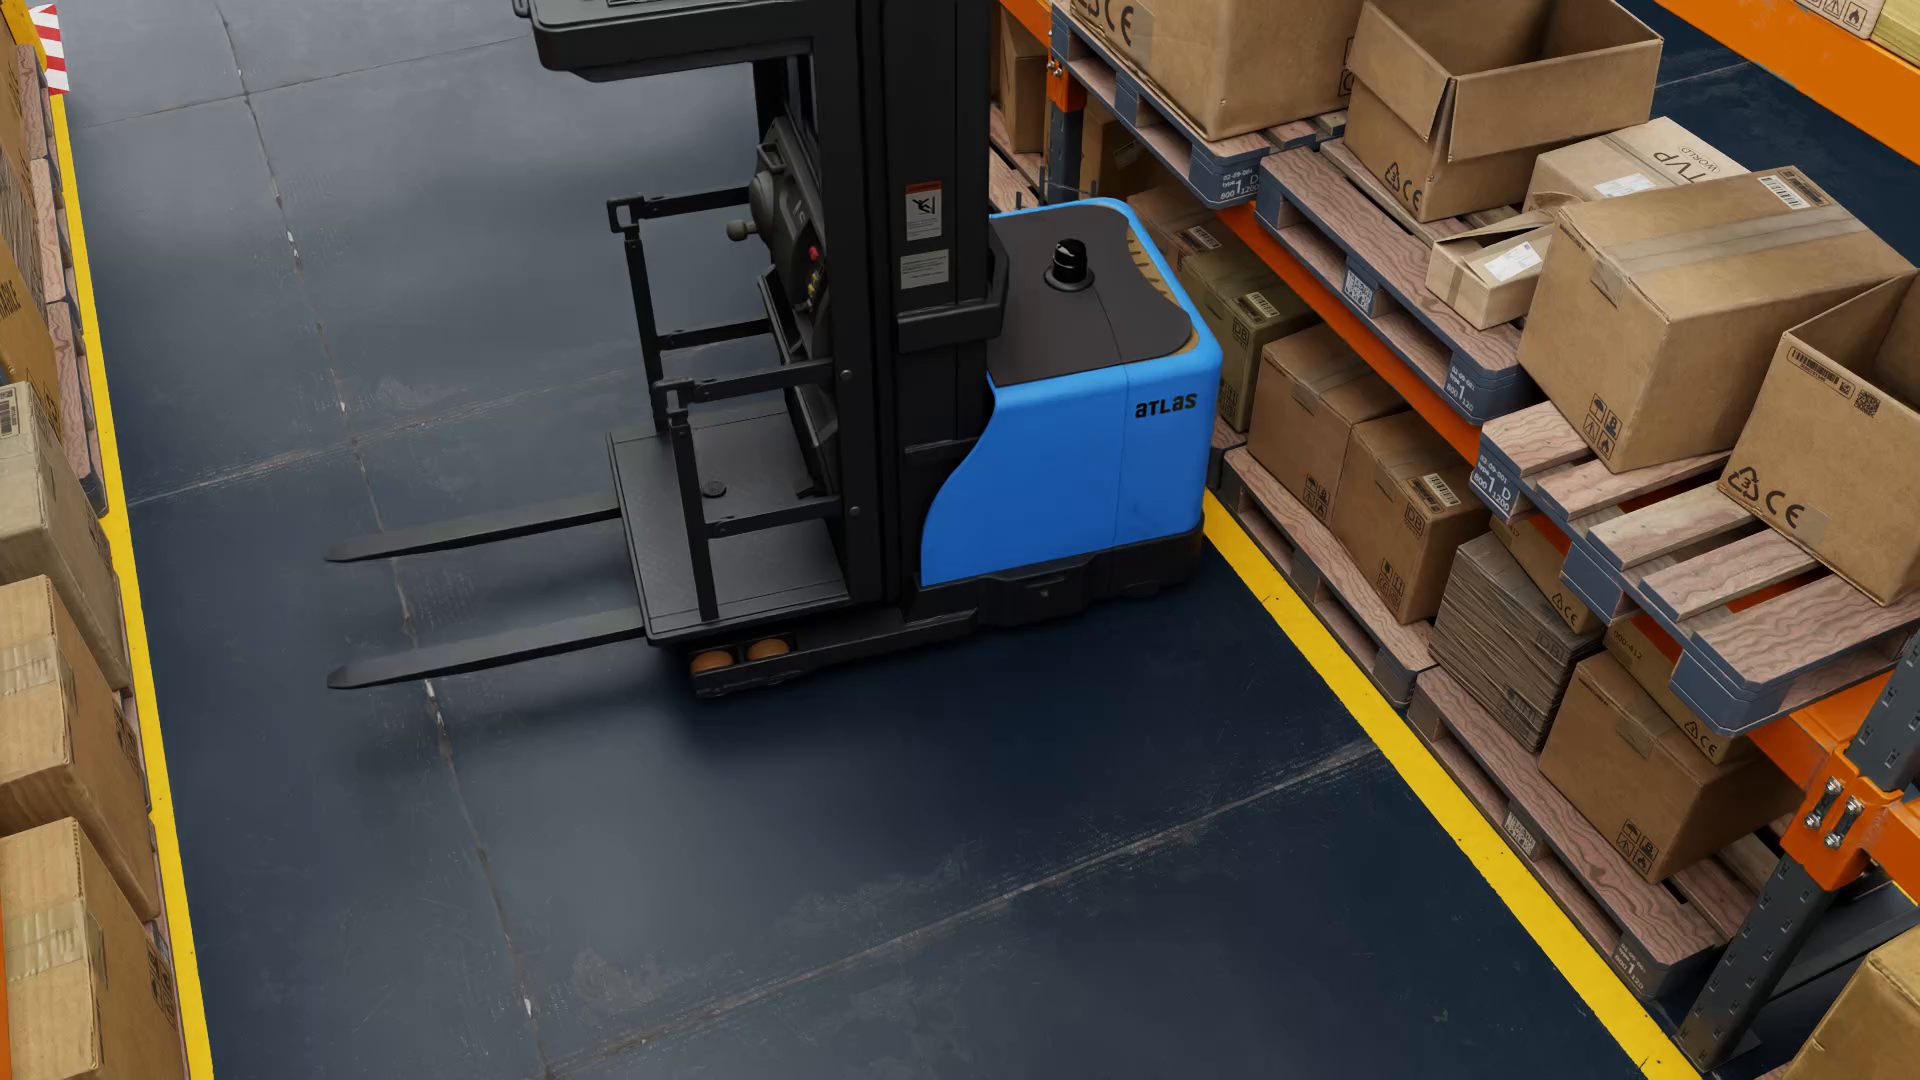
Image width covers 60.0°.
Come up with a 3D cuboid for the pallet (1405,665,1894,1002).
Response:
[{"bbox_3d":[2.201,0.757,5.332,1.003,0.211,1.213,-18,47,-17],"label":"pallet"}]

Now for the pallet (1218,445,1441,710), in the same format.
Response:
[{"bbox_3d":[1.692,-0.019,6.119,1.003,0.211,1.213,-18,47,-17],"label":"pallet"}]

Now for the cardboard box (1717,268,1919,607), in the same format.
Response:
[{"bbox_3d":[2.265,-0.254,4.002,0.500,0.500,0.500,-24,49,-22],"label":"cardboard box"}]

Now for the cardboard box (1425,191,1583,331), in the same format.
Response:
[{"bbox_3d":[1.582,-0.822,4.744,0.396,0.266,0.258,-19,48,-19],"label":"cardboard box"}]

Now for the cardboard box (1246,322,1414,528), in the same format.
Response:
[{"bbox_3d":[1.504,-0.489,6.077,0.700,0.500,0.500,-22,49,-21],"label":"cardboard box"}]

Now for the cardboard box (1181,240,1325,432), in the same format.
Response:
[{"bbox_3d":[1.268,-0.846,6.438,0.700,0.500,0.500,-18,47,-18],"label":"cardboard box"}]

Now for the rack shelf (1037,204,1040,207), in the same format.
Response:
[{"bbox_3d":[0.369,-1.195,6.483,0.258,0.077,0.200,21,48,20],"label":"rack shelf"}]

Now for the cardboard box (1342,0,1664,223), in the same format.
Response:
[{"bbox_3d":[1.659,-1.395,5.155,0.797,0.503,0.637,-14,46,-13],"label":"cardboard box"}]

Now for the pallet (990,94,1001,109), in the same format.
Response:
[{"bbox_3d":[0.015,-2.490,8.623,1.003,0.211,1.213,-18,47,-17],"label":"pallet"}]

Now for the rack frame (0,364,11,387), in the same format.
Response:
[{"bbox_3d":[-3.697,-0.886,5.012,1.000,3.000,0.127,-18,47,-17],"label":"rack frame"}]

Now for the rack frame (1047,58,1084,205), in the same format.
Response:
[{"bbox_3d":[0.846,-2.286,6.431,1.000,3.000,0.127,-18,47,-17],"label":"rack frame"}]

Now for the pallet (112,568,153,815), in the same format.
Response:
[{"bbox_3d":[-3.304,0.576,5.516,1.003,0.211,1.213,-18,47,-17],"label":"pallet"}]

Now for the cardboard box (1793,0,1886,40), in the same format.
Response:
[{"bbox_3d":[1.885,-1.294,3.397,0.500,0.250,0.500,-18,47,-18],"label":"cardboard box"}]

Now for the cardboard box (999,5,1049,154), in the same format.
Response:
[{"bbox_3d":[0.467,-2.175,7.800,0.500,0.500,0.500,-5,45,-5],"label":"cardboard box"}]

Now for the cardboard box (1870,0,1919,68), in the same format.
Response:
[{"bbox_3d":[2.106,-0.982,3.081,0.500,0.250,0.500,-18,47,-17],"label":"cardboard box"}]

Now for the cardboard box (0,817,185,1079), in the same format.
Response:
[{"bbox_3d":[-2.560,1.344,4.055,1.050,0.750,0.750,-17,47,-17],"label":"cardboard box"}]

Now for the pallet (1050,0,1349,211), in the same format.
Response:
[{"bbox_3d":[1.036,-1.688,5.961,1.003,0.211,1.213,-18,47,-17],"label":"pallet"}]

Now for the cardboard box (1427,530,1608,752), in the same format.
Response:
[{"bbox_3d":[1.983,0.225,5.352,0.700,0.500,0.500,-22,49,-21],"label":"cardboard box"}]

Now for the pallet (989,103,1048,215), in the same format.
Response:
[{"bbox_3d":[0.532,-1.711,7.834,1.003,0.211,1.213,-18,47,-17],"label":"pallet"}]

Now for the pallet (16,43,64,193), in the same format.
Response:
[{"bbox_3d":[-4.971,-1.956,8.082,1.003,0.211,1.213,-18,47,-17],"label":"pallet"}]

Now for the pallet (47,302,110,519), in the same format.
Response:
[{"bbox_3d":[-3.945,-0.401,6.506,1.003,0.211,1.213,-18,47,-17],"label":"pallet"}]

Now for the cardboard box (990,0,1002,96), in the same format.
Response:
[{"bbox_3d":[0.134,-2.548,8.177,0.500,0.500,0.500,-22,49,-21],"label":"cardboard box"}]

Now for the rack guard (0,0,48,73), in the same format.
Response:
[{"bbox_3d":[-5.389,-2.560,8.489,1.175,0.500,0.348,-18,47,-17],"label":"rack guard"}]

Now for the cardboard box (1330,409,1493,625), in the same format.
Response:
[{"bbox_3d":[1.739,-0.134,5.716,0.700,0.500,0.500,-14,46,-14],"label":"cardboard box"}]

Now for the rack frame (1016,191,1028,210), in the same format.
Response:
[{"bbox_3d":[0.321,-0.963,6.586,0.240,0.900,0.006,21,48,20],"label":"rack frame"}]

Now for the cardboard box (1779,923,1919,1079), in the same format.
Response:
[{"bbox_3d":[2.799,1.316,3.995,1.225,0.875,0.875,-20,48,-19],"label":"cardboard box"}]

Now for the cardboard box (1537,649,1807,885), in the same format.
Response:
[{"bbox_3d":[2.228,0.575,4.998,0.700,0.500,0.500,-20,48,-19],"label":"cardboard box"}]

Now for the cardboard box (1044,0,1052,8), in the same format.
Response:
[{"bbox_3d":[0.489,-2.247,6.570,0.380,0.149,0.250,-18,47,-17],"label":"cardboard box"}]

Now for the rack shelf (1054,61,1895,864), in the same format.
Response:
[{"bbox_3d":[1.687,-0.755,5.392,1.077,0.370,4.000,-18,47,-17],"label":"rack shelf"}]

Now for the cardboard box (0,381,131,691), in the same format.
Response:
[{"bbox_3d":[-3.354,0.135,5.281,1.050,0.750,0.750,-18,47,-18],"label":"cardboard box"}]

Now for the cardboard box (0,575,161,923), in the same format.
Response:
[{"bbox_3d":[-2.952,0.751,4.656,1.050,0.750,0.750,-18,47,-17],"label":"cardboard box"}]

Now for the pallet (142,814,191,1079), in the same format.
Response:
[{"bbox_3d":[-2.787,1.355,4.726,1.003,0.211,1.213,-18,47,-17],"label":"pallet"}]

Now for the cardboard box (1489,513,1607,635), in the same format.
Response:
[{"bbox_3d":[1.987,-0.024,5.071,0.500,0.250,0.500,-13,46,-13],"label":"cardboard box"}]

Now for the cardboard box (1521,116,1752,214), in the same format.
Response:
[{"bbox_3d":[2.032,-0.969,4.904,0.500,0.250,0.500,-19,48,-19],"label":"cardboard box"}]

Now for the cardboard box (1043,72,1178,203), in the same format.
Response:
[{"bbox_3d":[0.714,-1.812,7.432,0.500,0.500,0.500,-19,48,-19],"label":"cardboard box"}]

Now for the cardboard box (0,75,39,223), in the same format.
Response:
[{"bbox_3d":[-4.661,-1.855,7.208,0.875,0.875,0.875,-19,48,-18],"label":"cardboard box"}]

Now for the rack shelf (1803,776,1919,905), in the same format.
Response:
[{"bbox_3d":[3.369,1.794,2.809,1.077,0.370,4.000,-18,47,-17],"label":"rack shelf"}]

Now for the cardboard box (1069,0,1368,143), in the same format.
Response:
[{"bbox_3d":[1.053,-2.101,5.518,1.000,1.000,1.000,-18,47,-17],"label":"cardboard box"}]

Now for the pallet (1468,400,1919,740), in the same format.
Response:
[{"bbox_3d":[2.132,-0.091,4.344,1.213,0.211,1.003,-18,47,-17],"label":"pallet"}]

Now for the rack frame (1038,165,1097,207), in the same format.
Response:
[{"bbox_3d":[0.416,-1.090,6.713,0.240,0.900,0.006,21,48,20],"label":"rack frame"}]

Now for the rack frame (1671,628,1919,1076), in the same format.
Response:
[{"bbox_3d":[2.528,0.263,3.848,1.000,3.000,0.127,-18,47,-17],"label":"rack frame"}]

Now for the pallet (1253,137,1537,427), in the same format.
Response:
[{"bbox_3d":[1.659,-0.918,5.181,1.003,0.211,1.213,-18,47,-17],"label":"pallet"}]

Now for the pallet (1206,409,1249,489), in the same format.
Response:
[{"bbox_3d":[1.175,-0.798,6.908,1.003,0.211,1.213,-18,47,-17],"label":"pallet"}]

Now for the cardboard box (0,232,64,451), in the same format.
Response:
[{"bbox_3d":[-3.897,-0.700,6.038,0.875,0.875,0.875,-17,47,-17],"label":"cardboard box"}]

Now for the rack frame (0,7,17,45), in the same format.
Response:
[{"bbox_3d":[-5.378,-3.435,7.595,1.000,3.000,0.127,-18,47,-17],"label":"rack frame"}]

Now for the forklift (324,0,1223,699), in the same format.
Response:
[{"bbox_3d":[-0.707,-0.920,5.095,3.031,2.935,1.130,-11,46,-11],"label":"forklift"}]

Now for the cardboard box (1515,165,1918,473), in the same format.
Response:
[{"bbox_3d":[1.939,-0.581,4.333,0.700,0.500,0.500,-12,46,-12],"label":"cardboard box"}]

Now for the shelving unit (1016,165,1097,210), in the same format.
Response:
[{"bbox_3d":[0.369,-1.027,6.650,0.258,0.900,0.210,21,48,20],"label":"shelving unit"}]

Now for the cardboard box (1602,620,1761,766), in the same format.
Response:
[{"bbox_3d":[2.219,0.311,4.732,0.500,0.250,0.500,-16,47,-16],"label":"cardboard box"}]

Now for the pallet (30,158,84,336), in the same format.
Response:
[{"bbox_3d":[-4.462,-1.179,7.295,1.003,0.211,1.213,-18,47,-17],"label":"pallet"}]

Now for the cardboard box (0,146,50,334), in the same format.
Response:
[{"bbox_3d":[-4.280,-1.274,6.619,0.875,0.875,0.875,-18,47,-17],"label":"cardboard box"}]

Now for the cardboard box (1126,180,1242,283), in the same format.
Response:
[{"bbox_3d":[1.085,-1.155,6.752,0.700,0.500,0.500,-22,49,-20],"label":"cardboard box"}]

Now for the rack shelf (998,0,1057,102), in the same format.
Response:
[{"bbox_3d":[0.005,-3.304,7.976,1.077,0.370,4.000,-18,47,-17],"label":"rack shelf"}]

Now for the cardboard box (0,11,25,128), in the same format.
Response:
[{"bbox_3d":[-5.033,-2.415,7.776,0.875,0.875,0.875,-18,47,-17],"label":"cardboard box"}]
